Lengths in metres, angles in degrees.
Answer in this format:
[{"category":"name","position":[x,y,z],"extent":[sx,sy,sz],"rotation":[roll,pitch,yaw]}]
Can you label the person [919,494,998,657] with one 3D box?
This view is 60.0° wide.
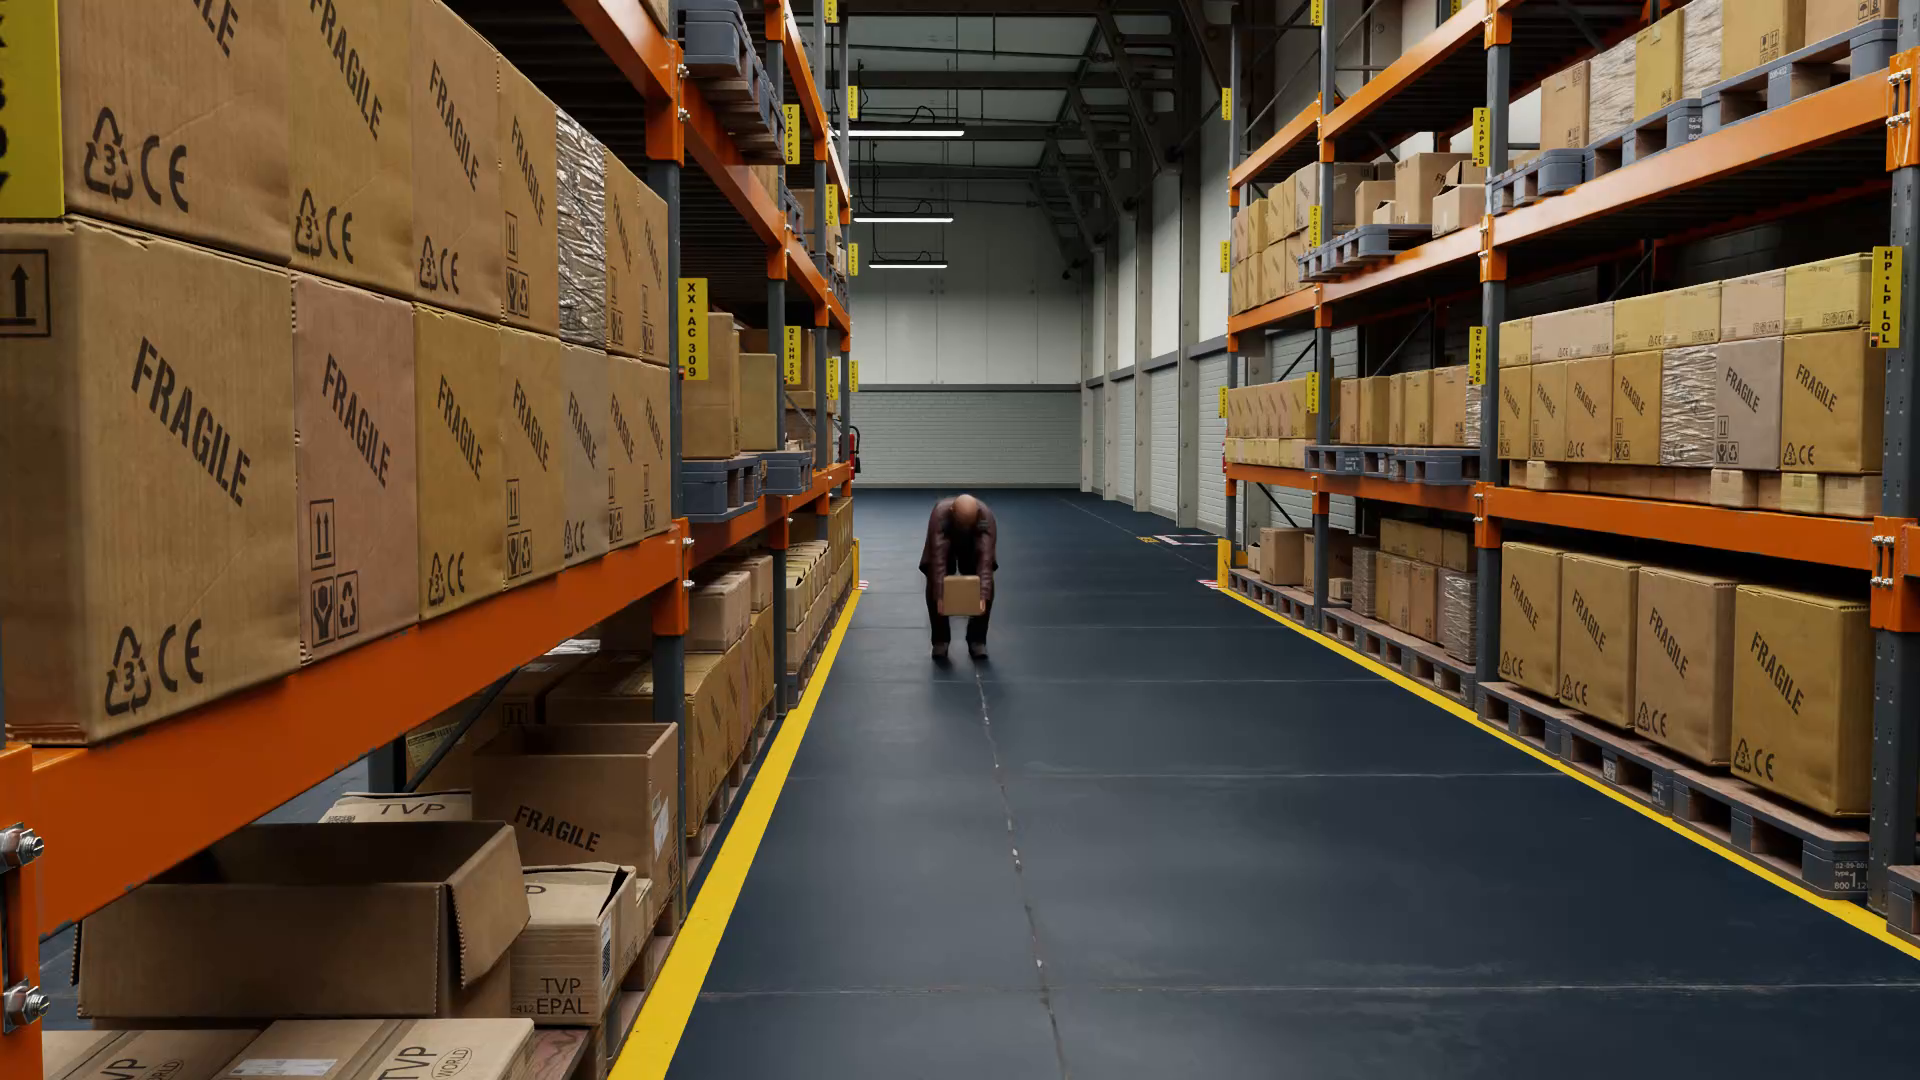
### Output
[{"category":"person","position":[0.002,0.273,11.801],"extent":[0.579,1.155,0.946],"rotation":[0,4,-4]}]
